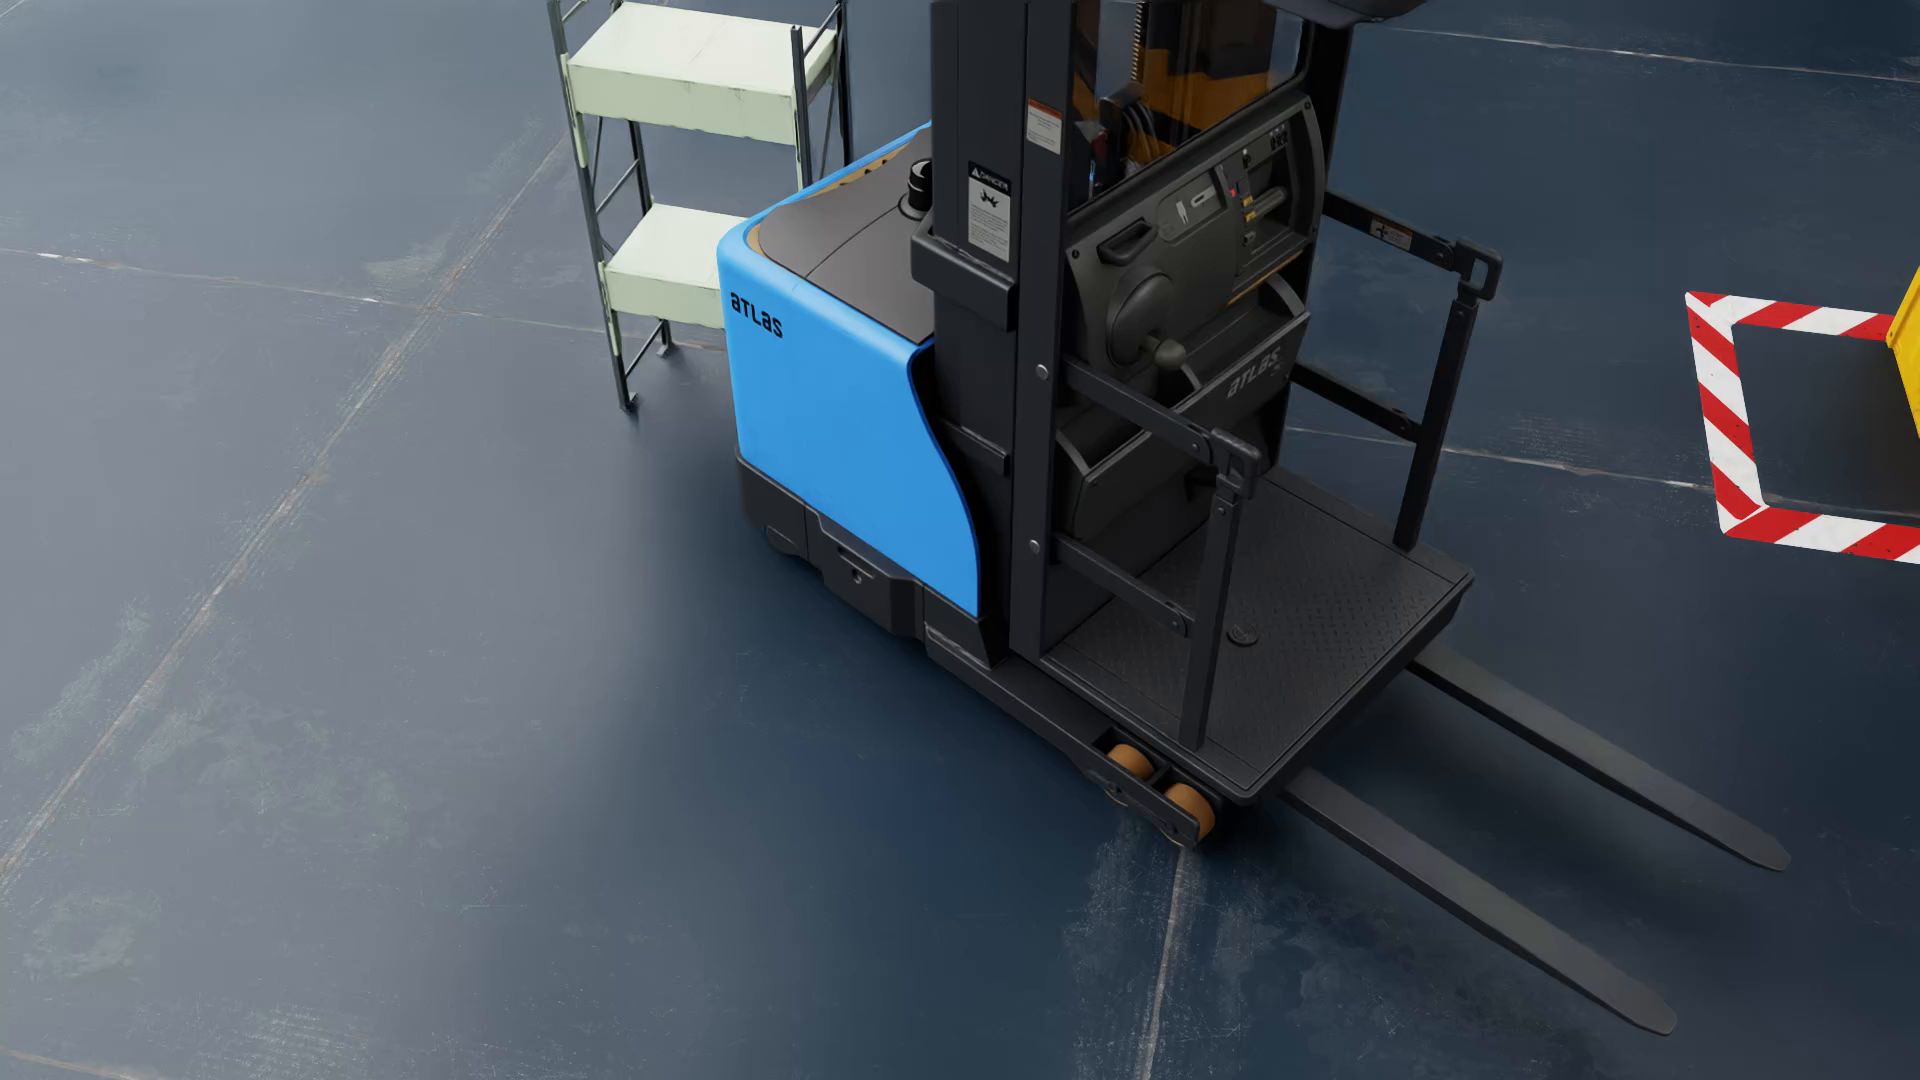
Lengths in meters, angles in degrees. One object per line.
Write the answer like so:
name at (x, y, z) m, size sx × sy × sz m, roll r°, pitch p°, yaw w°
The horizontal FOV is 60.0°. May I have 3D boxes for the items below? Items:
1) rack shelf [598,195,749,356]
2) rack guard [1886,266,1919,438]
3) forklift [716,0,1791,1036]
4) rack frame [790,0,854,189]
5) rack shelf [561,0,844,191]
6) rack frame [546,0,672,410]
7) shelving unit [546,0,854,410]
rack shelf at (-0.750, -0.817, 5.488) m, size 0.720 × 0.370 × 0.431 m, roll 11°, pitch 45°, yaw 11°
rack guard at (3.400, -0.531, 5.441) m, size 0.348 × 0.500 × 1.175 m, roll 9°, pitch 45°, yaw 9°
forklift at (0.727, -0.660, 3.822) m, size 3.031 × 2.935 × 1.130 m, roll 33°, pitch 53°, yaw 30°
rack frame at (-0.398, -0.982, 5.189) m, size 0.023 × 1.500 × 0.400 m, roll 11°, pitch 45°, yaw 11°
rack shelf at (-0.750, -1.333, 4.991) m, size 0.720 × 0.370 × 0.431 m, roll 11°, pitch 45°, yaw 11°
rack frame at (-1.102, -1.122, 5.334) m, size 0.023 × 1.500 × 0.400 m, roll 11°, pitch 45°, yaw 11°
shelving unit at (-0.750, -1.052, 5.262) m, size 0.755 × 1.500 × 0.431 m, roll 11°, pitch 45°, yaw 11°
